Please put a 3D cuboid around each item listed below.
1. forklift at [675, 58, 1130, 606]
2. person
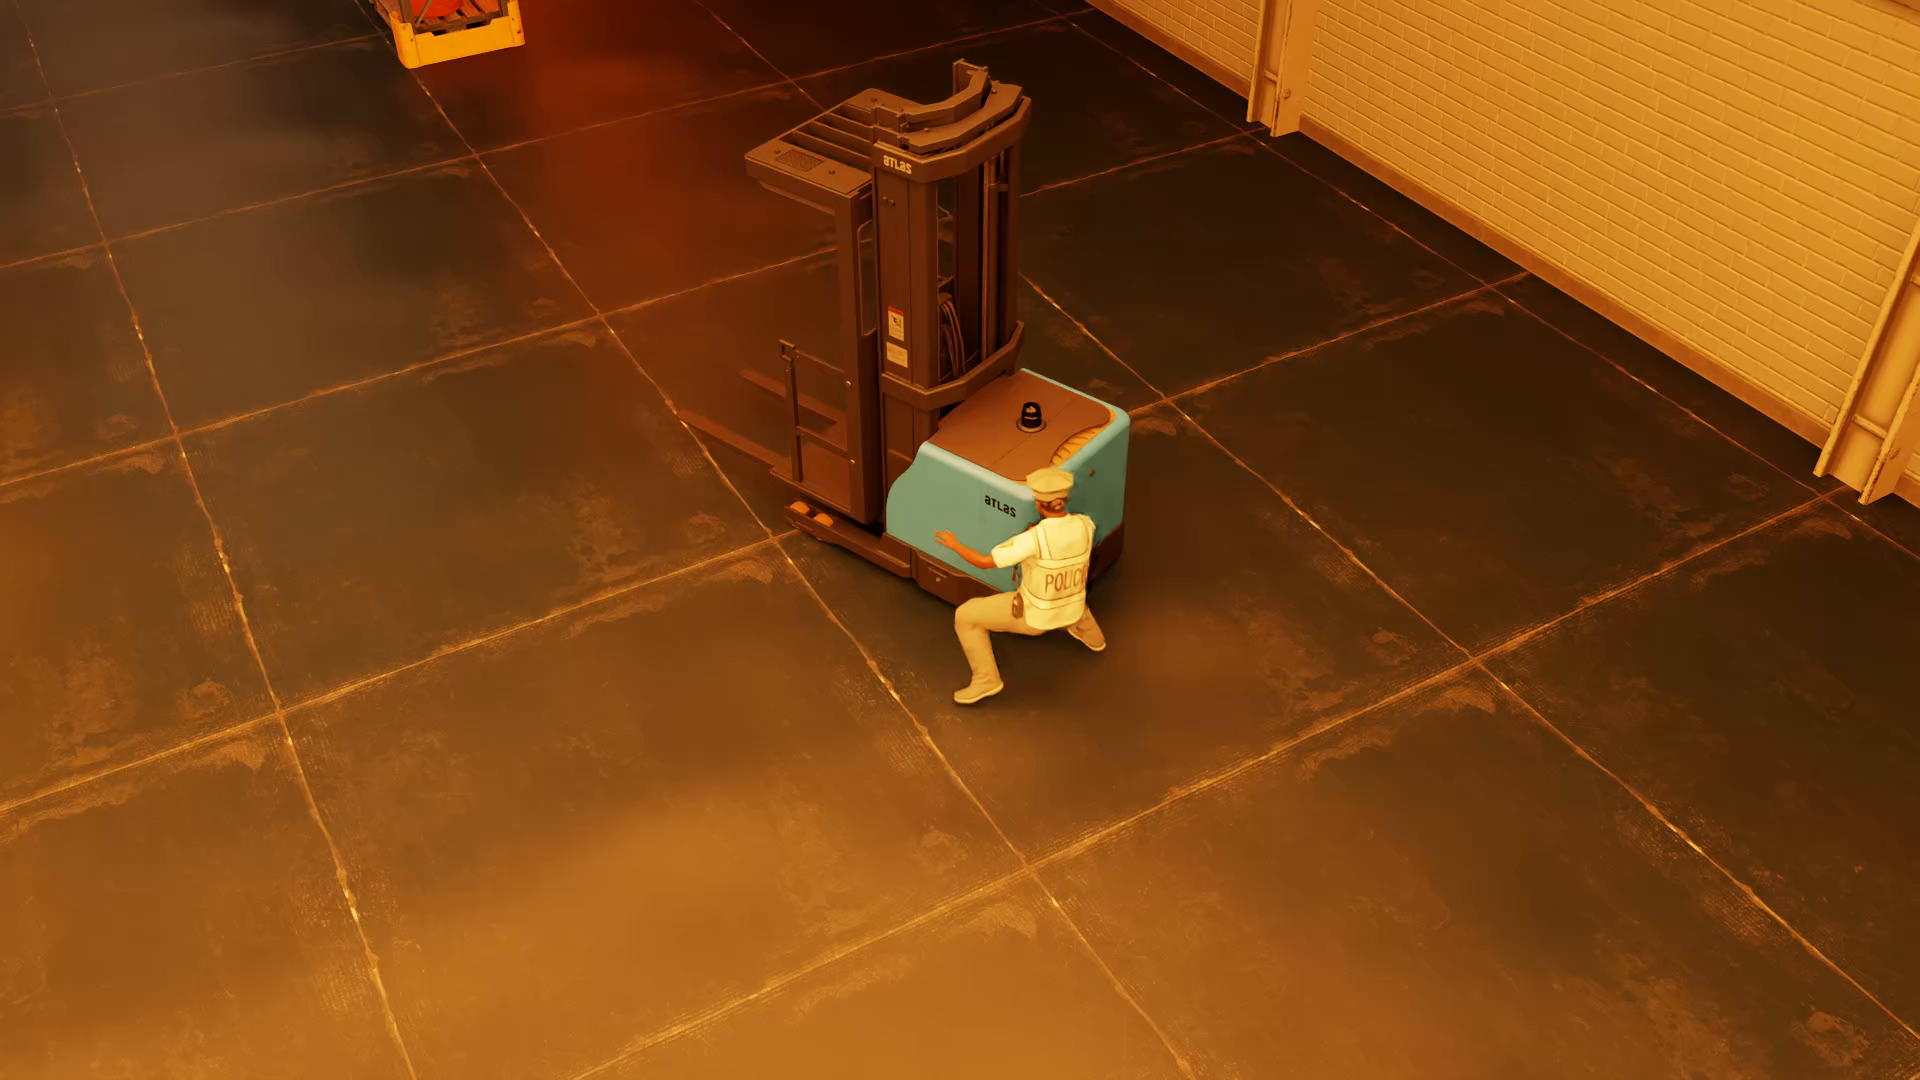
[{"bbox_3d":[-0.481,-1.366,9.683,3.031,2.935,1.130,26,46,28],"label":"forklift"},{"bbox_3d":[0.393,0.197,8.970,0.987,1.436,0.712,-18,43,-20],"label":"person"}]
